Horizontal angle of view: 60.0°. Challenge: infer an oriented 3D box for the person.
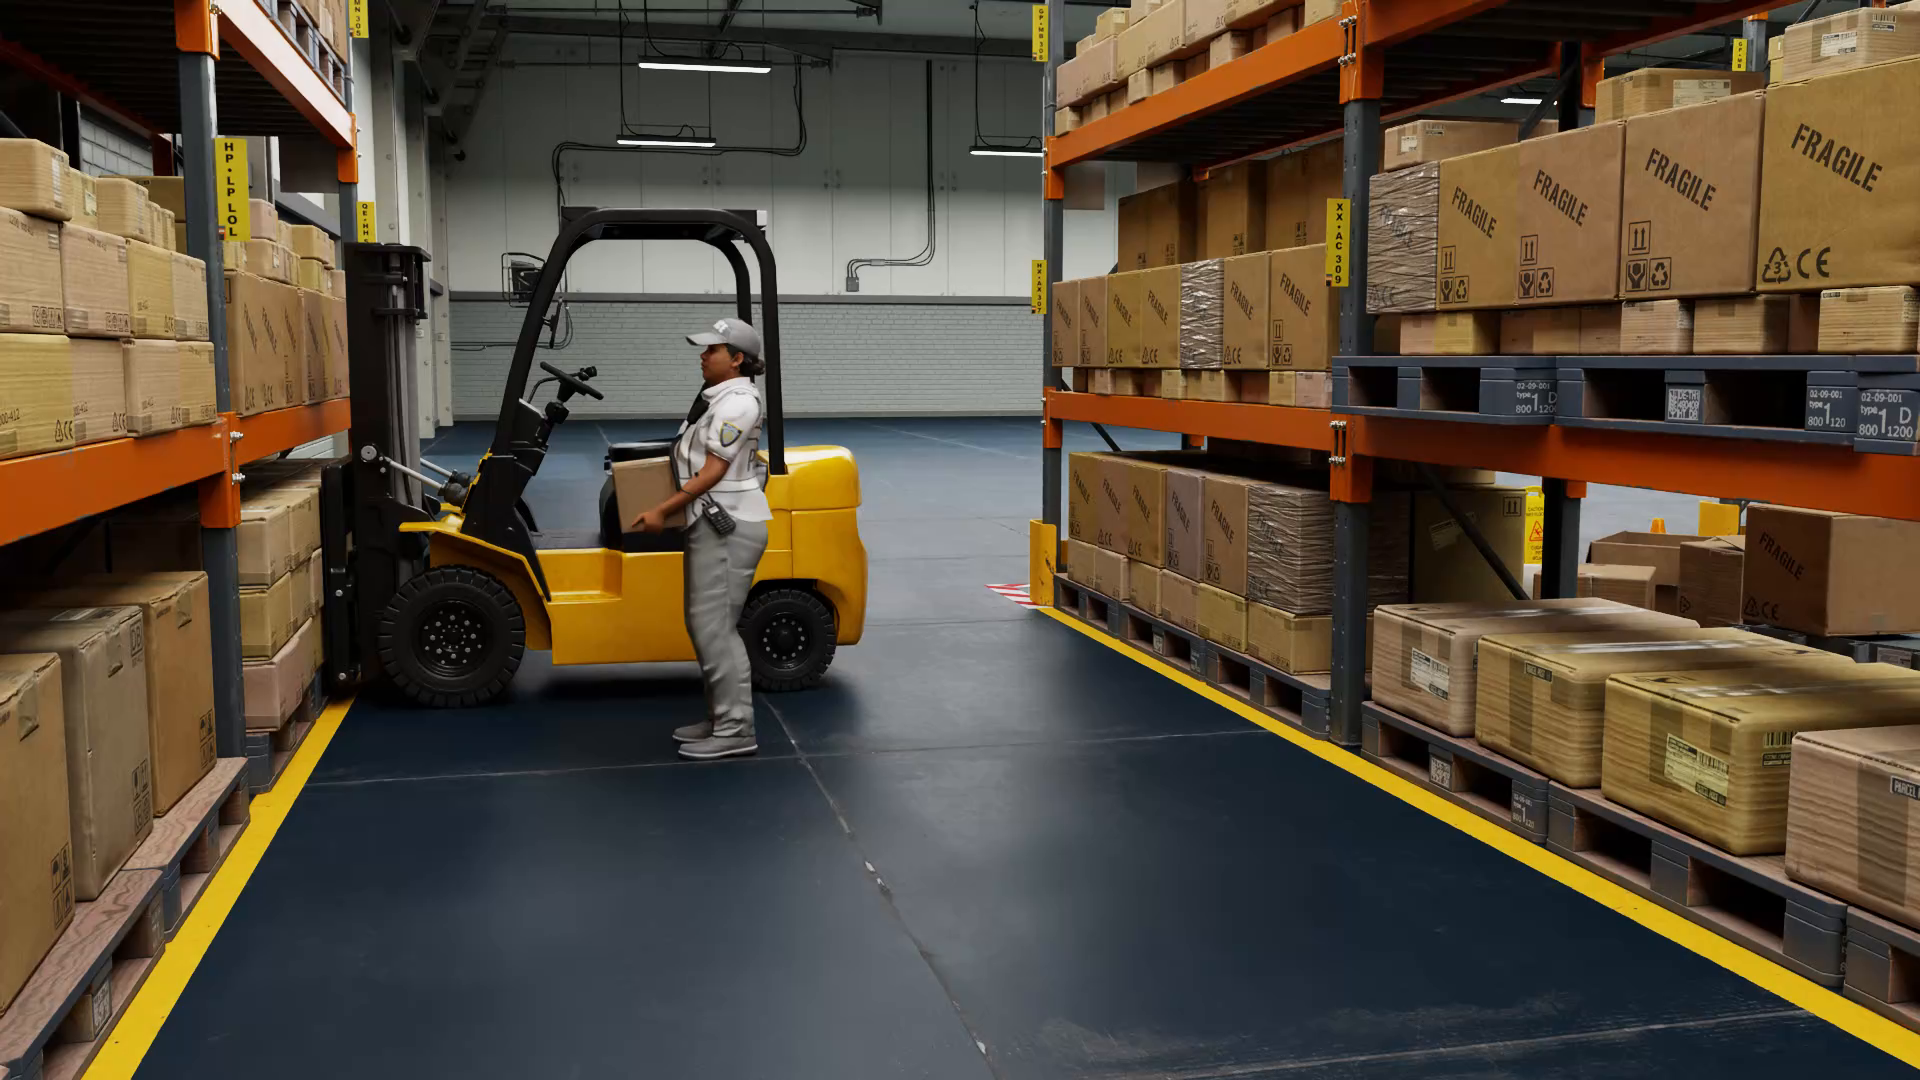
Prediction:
[{"bbox_3d":[-0.985,-0.013,6.341,0.535,1.653,0.452,-1,6,-13],"label":"person"}]
